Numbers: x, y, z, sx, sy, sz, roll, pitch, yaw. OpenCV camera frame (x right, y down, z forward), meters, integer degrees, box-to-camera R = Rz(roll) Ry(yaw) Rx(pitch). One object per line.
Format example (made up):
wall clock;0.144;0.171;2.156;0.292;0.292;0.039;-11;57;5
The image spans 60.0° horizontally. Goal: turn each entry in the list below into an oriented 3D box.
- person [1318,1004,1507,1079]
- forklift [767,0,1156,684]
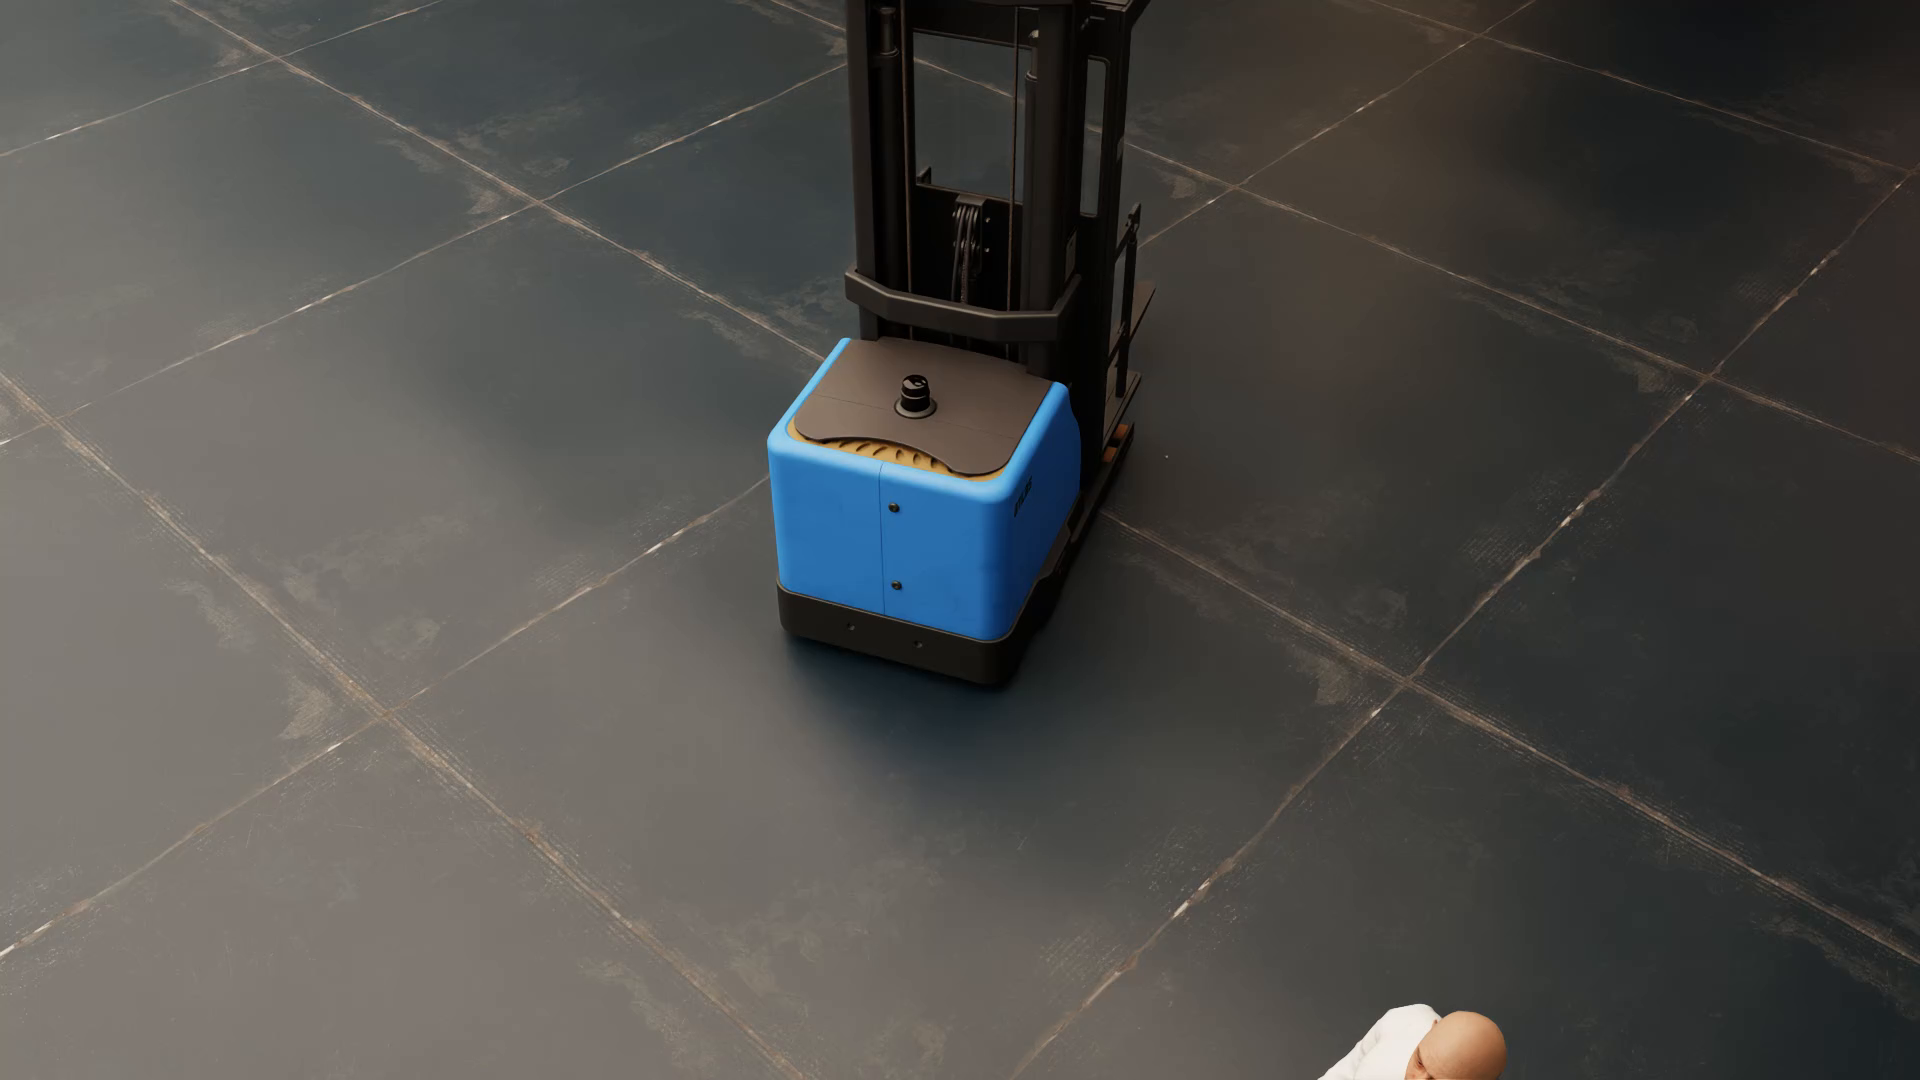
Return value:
person;0.963;1.764;4.247;0.583;1.776;0.694;-12;42;-14
forklift;0.211;-1.484;7.158;1.130;2.935;3.031;14;42;15
